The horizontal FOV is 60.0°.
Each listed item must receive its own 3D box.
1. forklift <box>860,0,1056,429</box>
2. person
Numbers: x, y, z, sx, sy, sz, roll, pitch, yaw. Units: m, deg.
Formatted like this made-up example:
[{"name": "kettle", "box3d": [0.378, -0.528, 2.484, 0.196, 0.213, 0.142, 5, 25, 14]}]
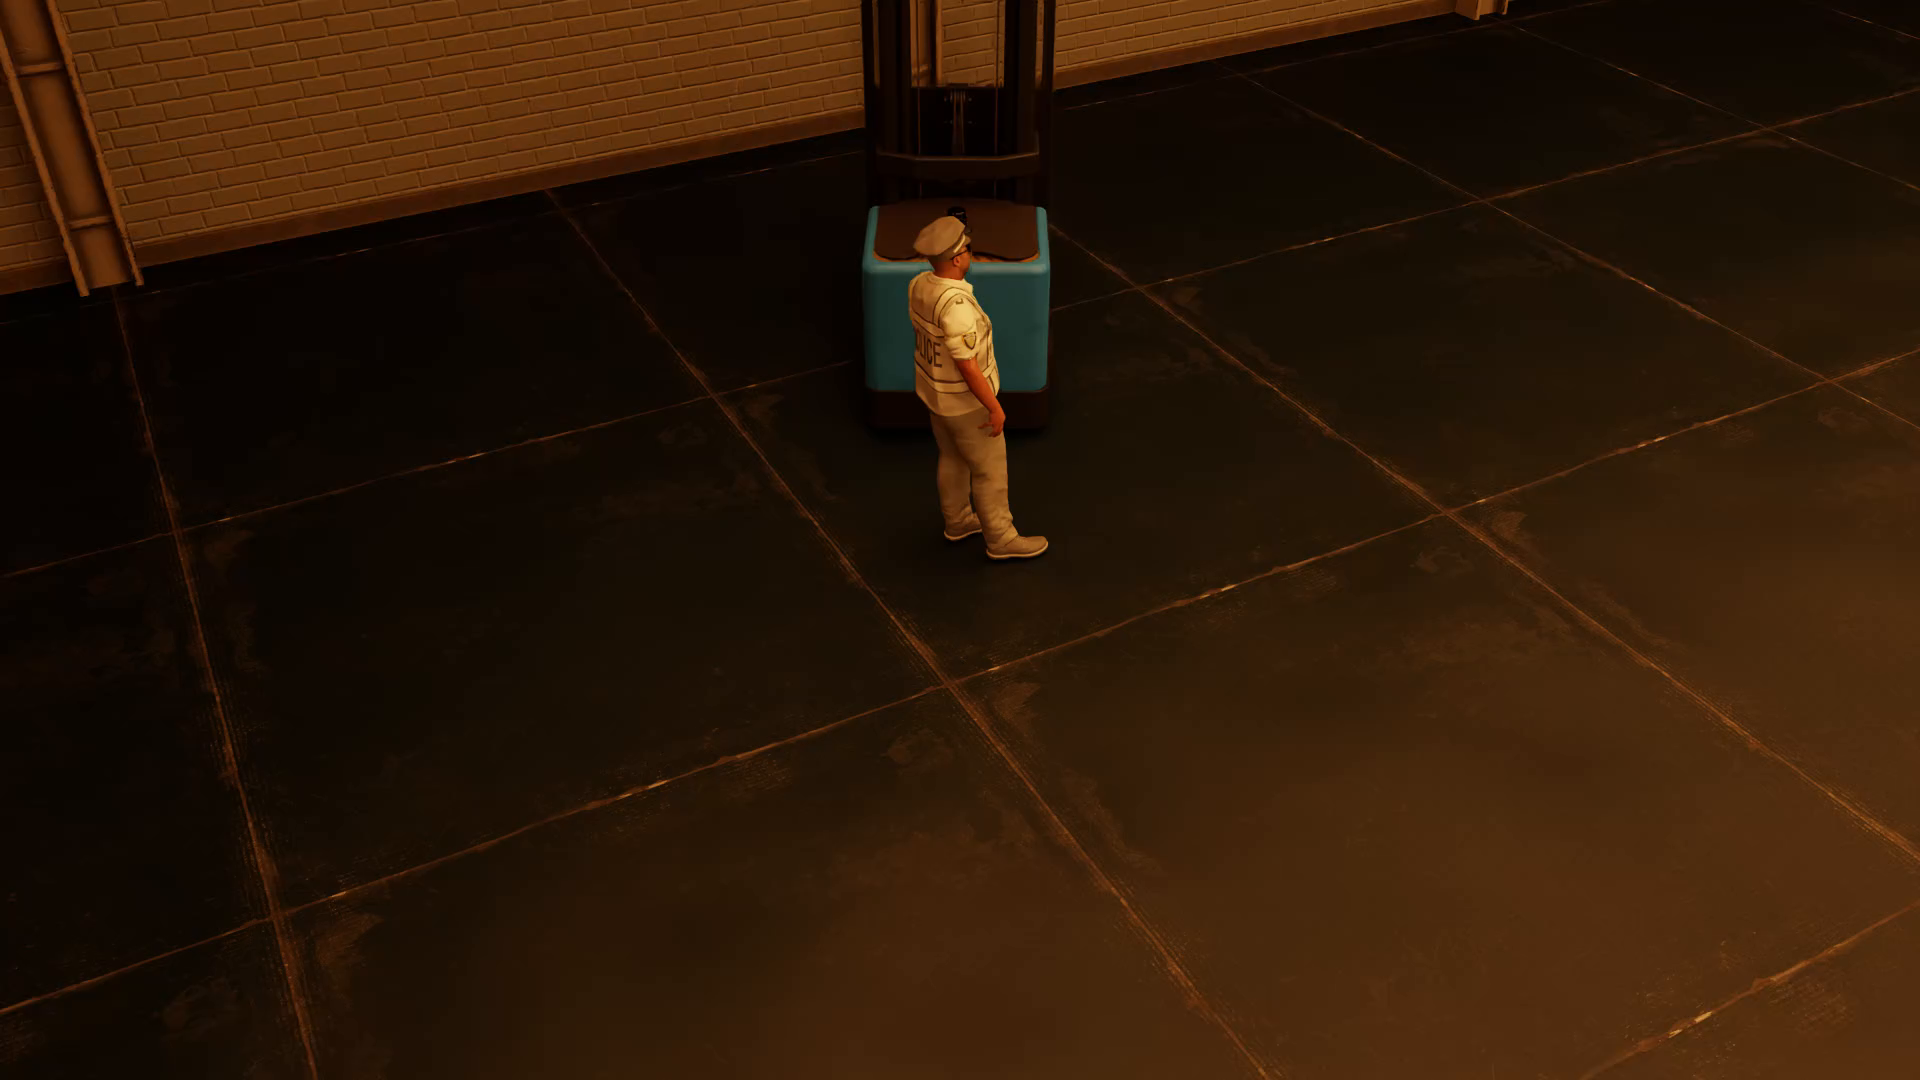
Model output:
[{"name": "forklift", "box3d": [-0.007, -2.643, 9.861, 1.130, 2.935, 3.031, 0, 35, 0]}, {"name": "person", "box3d": [0.074, -0.750, 8.166, 0.573, 1.782, 0.642, -17, 39, -23]}]
